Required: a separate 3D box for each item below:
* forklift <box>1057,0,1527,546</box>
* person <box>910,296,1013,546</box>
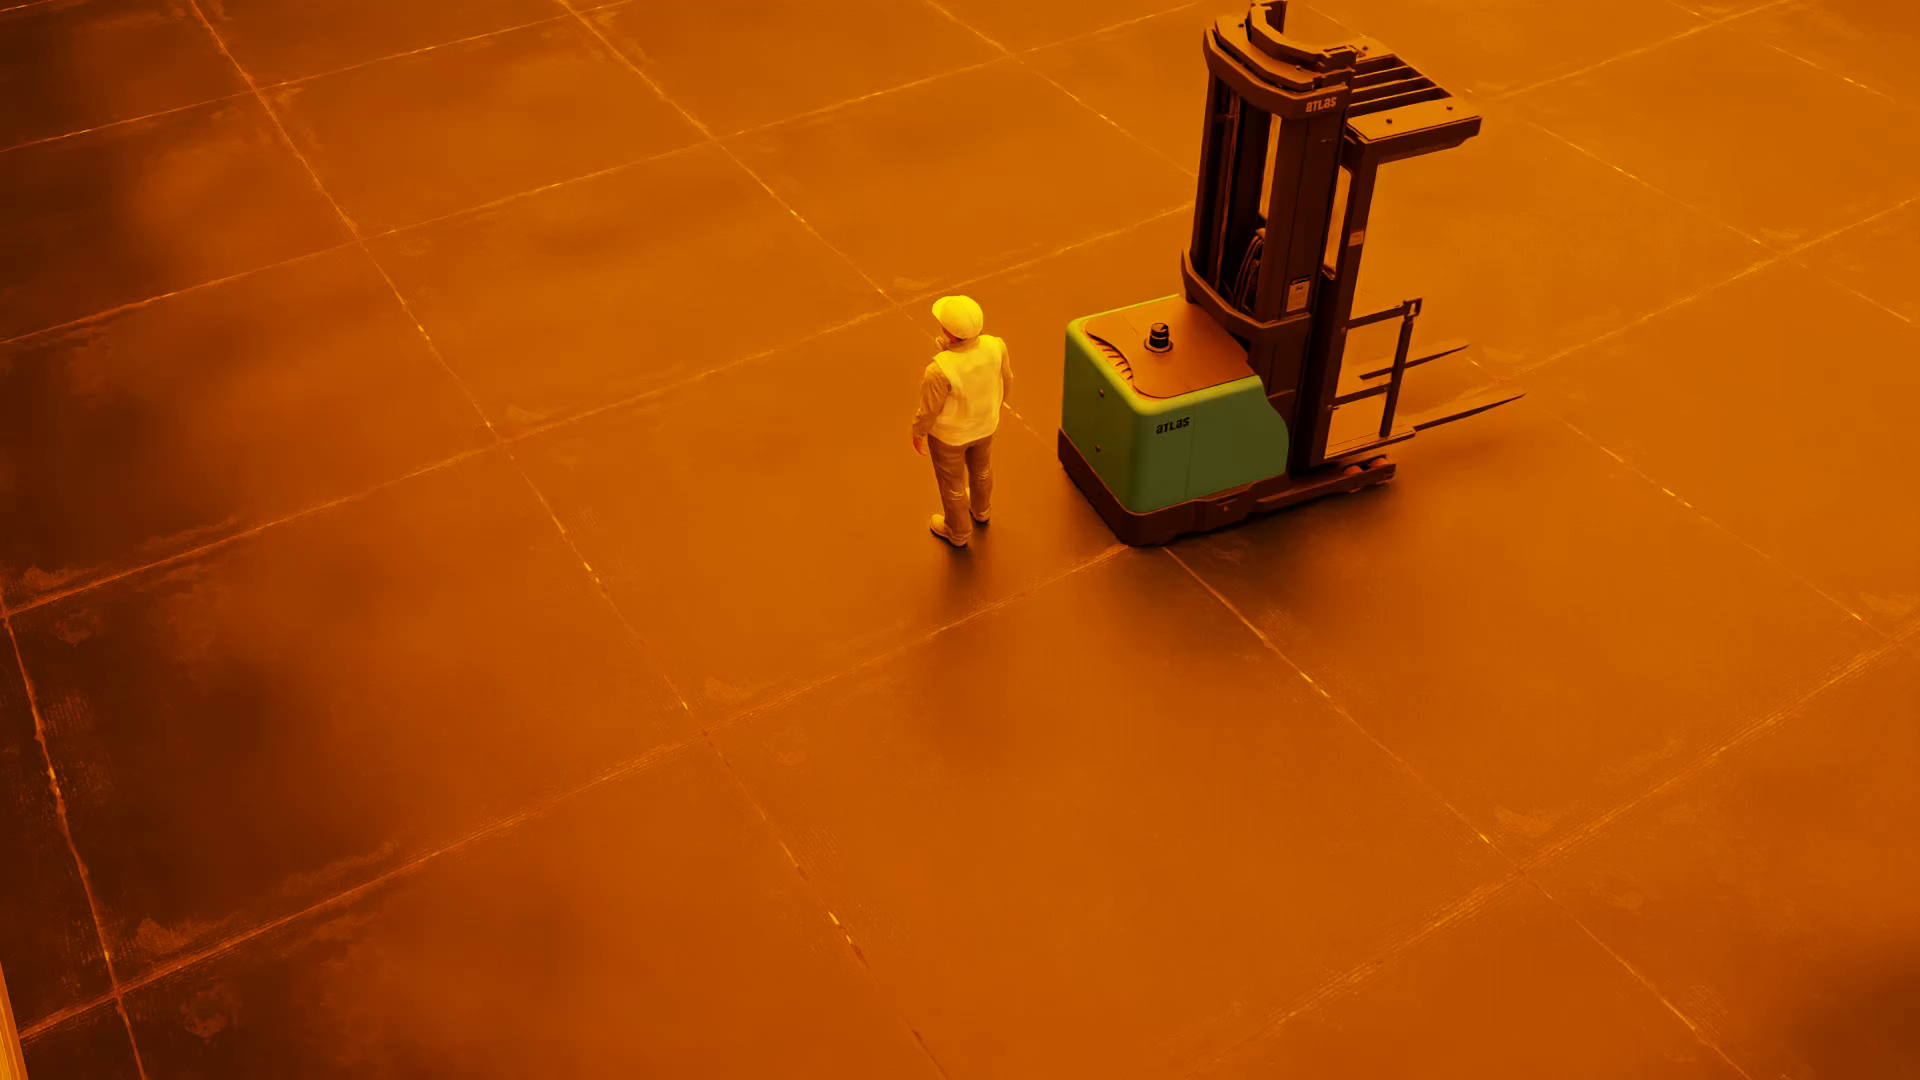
[{"bbox_3d":[2.185,-1.706,9.824,3.031,2.935,1.130,-16,44,-17],"label":"forklift"},{"bbox_3d":[-0.028,-0.711,9.553,0.634,1.775,0.566,-23,46,-24],"label":"person"}]
